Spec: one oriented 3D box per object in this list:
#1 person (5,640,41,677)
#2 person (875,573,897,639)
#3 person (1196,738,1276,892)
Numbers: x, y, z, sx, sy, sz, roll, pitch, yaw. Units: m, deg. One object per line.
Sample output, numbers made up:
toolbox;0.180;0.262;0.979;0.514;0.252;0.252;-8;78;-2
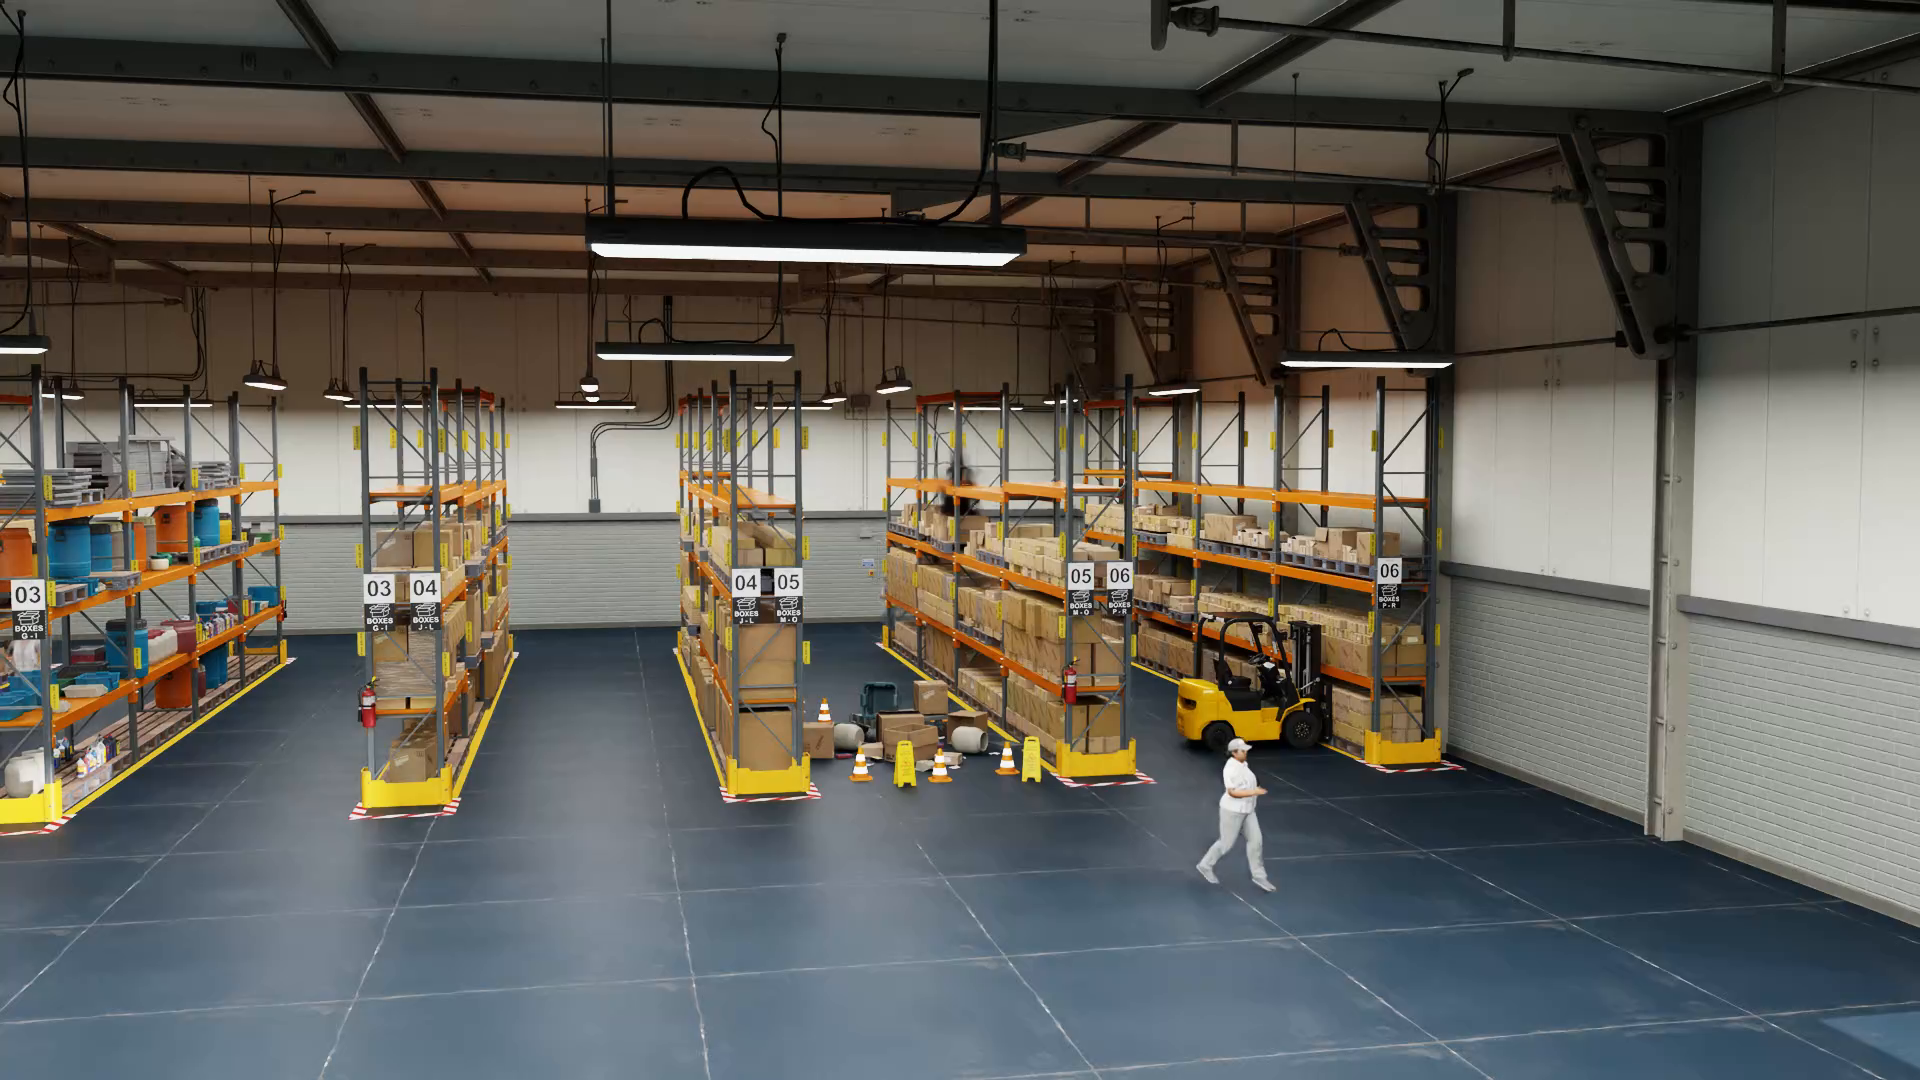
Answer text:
person;-16.657;2.366;29.638;0.663;1.748;0.780;-1;4;-21
person;-1.746;1.658;41.749;0.914;1.762;0.733;1;3;10
person;3.085;3.050;18.544;0.883;1.694;0.589;2;4;32
